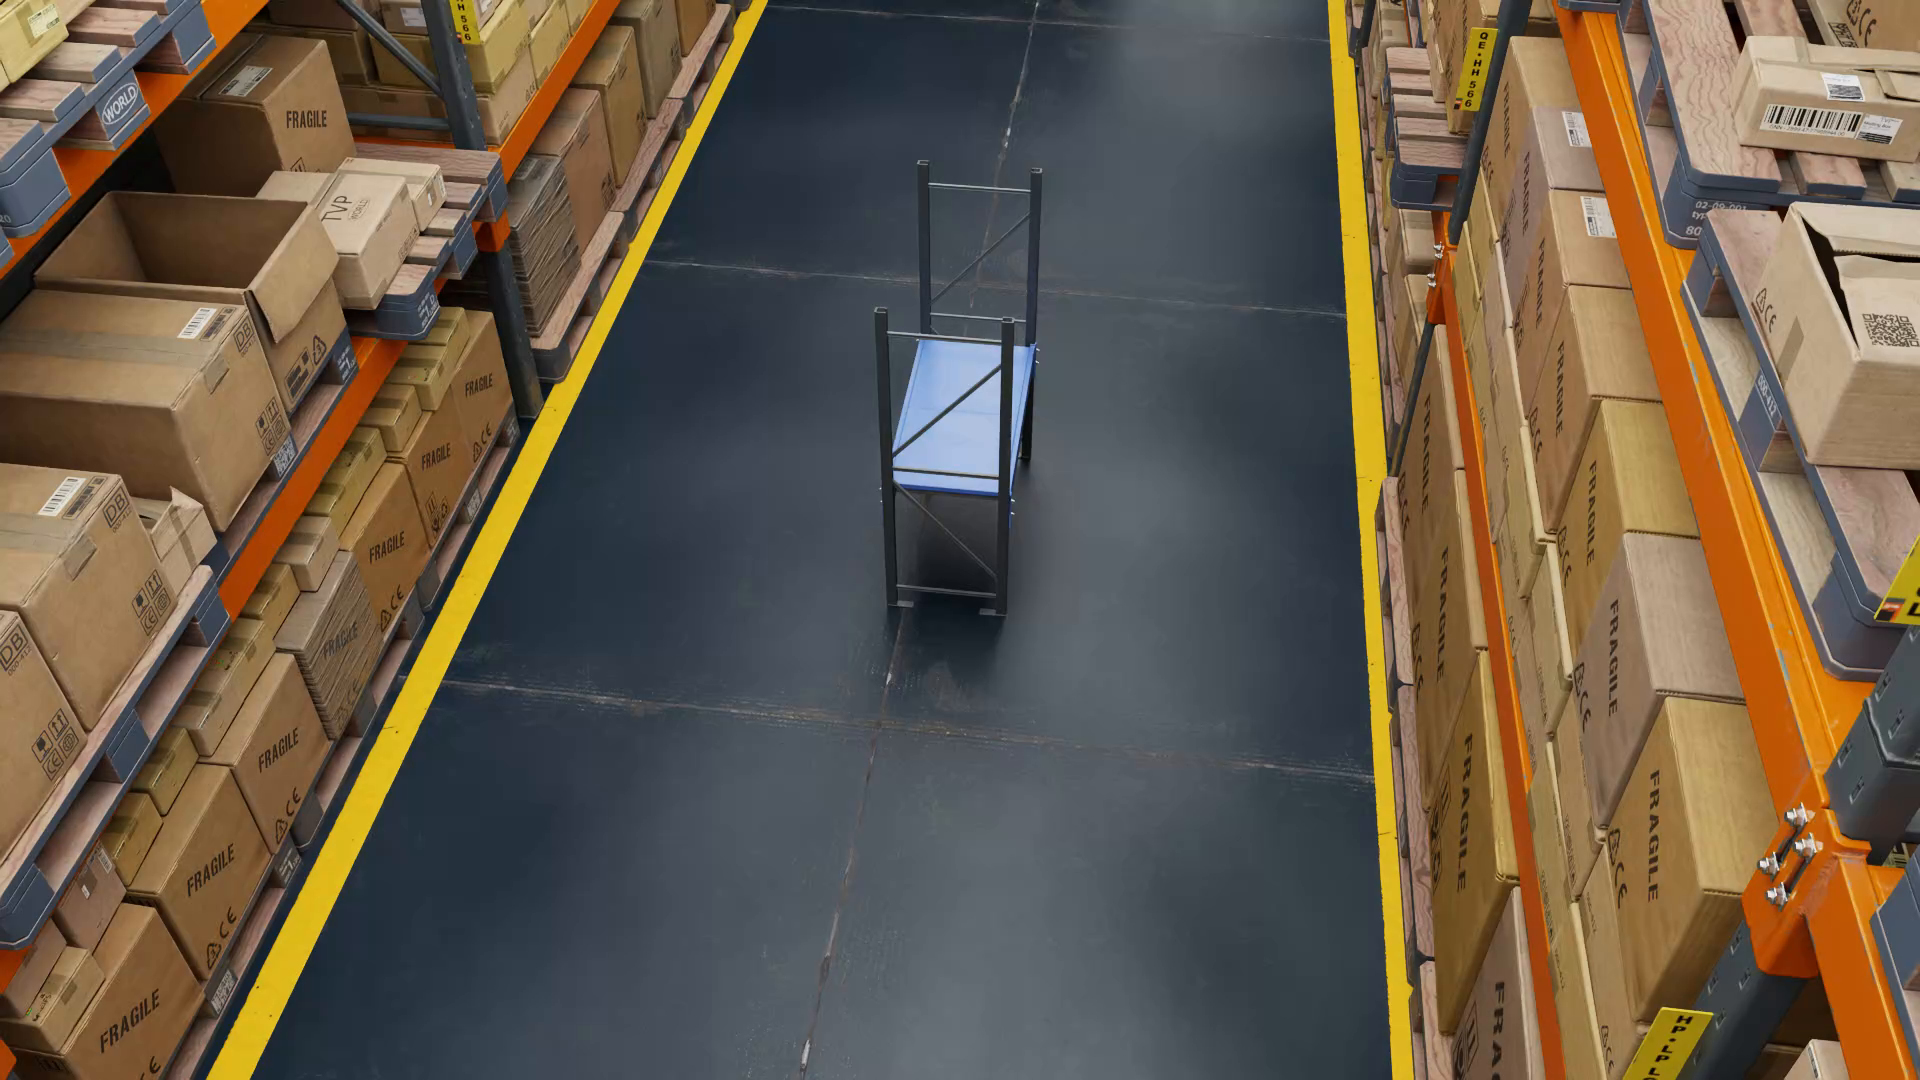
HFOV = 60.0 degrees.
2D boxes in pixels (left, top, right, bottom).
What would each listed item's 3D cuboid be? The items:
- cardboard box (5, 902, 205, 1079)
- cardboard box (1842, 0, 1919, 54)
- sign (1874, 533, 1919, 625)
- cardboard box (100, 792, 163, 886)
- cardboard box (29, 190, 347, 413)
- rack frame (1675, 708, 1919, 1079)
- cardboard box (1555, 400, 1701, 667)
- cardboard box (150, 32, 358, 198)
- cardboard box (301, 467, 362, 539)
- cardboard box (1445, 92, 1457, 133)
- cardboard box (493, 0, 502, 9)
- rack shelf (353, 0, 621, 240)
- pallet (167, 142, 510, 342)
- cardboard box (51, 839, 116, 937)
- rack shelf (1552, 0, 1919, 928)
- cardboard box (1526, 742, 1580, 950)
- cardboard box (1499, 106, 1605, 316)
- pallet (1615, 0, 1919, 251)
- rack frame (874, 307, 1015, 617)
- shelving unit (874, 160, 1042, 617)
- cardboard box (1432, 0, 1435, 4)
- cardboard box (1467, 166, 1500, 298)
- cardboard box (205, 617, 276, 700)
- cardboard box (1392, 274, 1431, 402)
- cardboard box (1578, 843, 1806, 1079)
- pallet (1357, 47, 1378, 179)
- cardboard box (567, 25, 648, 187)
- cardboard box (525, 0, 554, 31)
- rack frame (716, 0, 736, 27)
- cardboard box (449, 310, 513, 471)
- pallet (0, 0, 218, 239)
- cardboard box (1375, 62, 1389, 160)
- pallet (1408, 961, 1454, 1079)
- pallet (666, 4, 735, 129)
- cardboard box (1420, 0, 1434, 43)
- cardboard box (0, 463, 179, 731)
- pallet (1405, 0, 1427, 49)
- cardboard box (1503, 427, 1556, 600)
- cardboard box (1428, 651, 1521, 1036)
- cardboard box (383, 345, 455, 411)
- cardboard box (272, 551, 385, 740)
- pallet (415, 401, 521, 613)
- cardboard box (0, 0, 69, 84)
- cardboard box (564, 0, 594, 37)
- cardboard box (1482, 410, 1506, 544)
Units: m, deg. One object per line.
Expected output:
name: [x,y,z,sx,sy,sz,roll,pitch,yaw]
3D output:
cardboard box: [-2.728,1.433,5.068,0.500,0.500,0.500,7,44,7]
cardboard box: [2.489,-1.341,3.925,0.500,0.500,0.500,6,44,6]
sign: [1.366,0.001,2.280,0.100,0.325,0.005,5,44,6]
cardboard box: [-2.721,0.914,5.144,0.380,0.149,0.250,3,44,3]
cardboard box: [-2.519,-0.800,5.533,0.797,0.503,0.637,4,44,5]
rack frame: [1.906,1.435,3.552,1.000,3.000,0.127,5,44,6]
cardboard box: [1.863,0.012,4.256,0.500,0.500,0.500,6,44,7]
cardboard box: [-2.709,-1.592,6.371,0.500,0.500,0.500,7,44,7]
cardboard box: [-2.497,-0.150,6.268,0.380,0.149,0.250,5,44,5]
cardboard box: [2.208,-1.786,6.832,0.380,0.149,0.250,6,44,6]
cardboard box: [-2.118,-2.384,7.041,0.380,0.149,0.250,6,44,6]
rack shelf: [-2.222,-2.841,8.592,1.077,0.370,4.000,5,44,6]
pallet: [-2.506,-1.201,6.477,1.213,0.211,1.003,5,44,6]
cardboard box: [-2.717,0.997,4.840,0.380,0.149,0.250,3,44,3]
rack shelf: [2.170,-0.756,4.208,1.077,0.370,4.000,5,44,6]
cardboard box: [1.783,0.814,4.318,0.500,0.250,0.500,5,44,5]
cardboard box: [2.071,-1.037,5.364,0.500,0.500,0.500,5,44,6]
pallet: [2.257,-1.105,4.191,1.003,0.211,1.213,7,44,7]
rack frame: [-0.056,-0.256,6.430,0.500,1.500,0.032,5,44,6]
shelving unit: [0.011,-0.603,6.796,0.538,1.500,1.048,5,44,6]
cardboard box: [2.342,-2.620,7.241,0.500,0.500,0.500,3,43,3]
cardboard box: [2.123,-1.095,5.970,0.500,0.250,0.500,5,44,5]
cardboard box: [-2.593,0.390,5.697,0.380,0.149,0.250,7,44,7]
cardboard box: [2.519,-0.873,7.596,0.950,0.372,0.625,3,43,3]
cardboard box: [1.723,0.986,3.773,0.500,0.250,0.500,5,44,5]
pallet: [2.862,-2.474,9.709,1.003,0.211,1.213,5,44,6]
cardboard box: [-2.223,-2.358,8.981,0.875,0.625,0.625,4,44,4]
cardboard box: [-2.118,-2.488,7.441,0.500,0.250,0.500,7,44,7]
rack frame: [-1.957,-4.465,9.784,1.000,3.000,0.127,5,44,6]
cardboard box: [-2.329,-0.676,7.295,0.500,0.500,0.500,6,44,7]
pallet: [-2.725,-1.179,4.269,1.213,0.211,1.003,5,44,6]
cardboard box: [2.805,-2.367,9.174,0.950,0.372,0.625,8,44,8]
pallet: [1.933,1.915,5.074,1.003,0.211,1.213,5,44,6]
pallet: [-2.016,-2.947,10.209,1.003,0.211,1.213,5,44,6]
cardboard box: [2.261,-2.322,7.397,0.380,0.149,0.250,6,44,6]
cardboard box: [-2.661,0.136,4.547,0.700,0.500,0.500,6,44,6]
pallet: [2.655,-2.574,7.926,1.003,0.211,1.213,5,44,6]
cardboard box: [1.895,-0.060,4.877,0.500,0.250,0.500,6,44,6]
cardboard box: [2.020,1.008,5.243,0.875,0.875,0.875,6,44,7]
cardboard box: [-2.306,-0.671,6.818,0.380,0.149,0.250,3,44,3]
cardboard box: [-2.522,0.376,6.184,0.500,0.500,0.500,4,44,4]
pallet: [-2.622,-0.221,7.330,1.003,0.211,1.213,5,44,6]
cardboard box: [-2.406,-1.236,3.997,0.380,0.149,0.250,6,44,7]
cardboard box: [-2.053,-2.659,7.986,0.500,0.250,0.500,4,44,4]
cardboard box: [1.995,-0.217,5.407,0.500,0.250,0.500,7,44,7]
